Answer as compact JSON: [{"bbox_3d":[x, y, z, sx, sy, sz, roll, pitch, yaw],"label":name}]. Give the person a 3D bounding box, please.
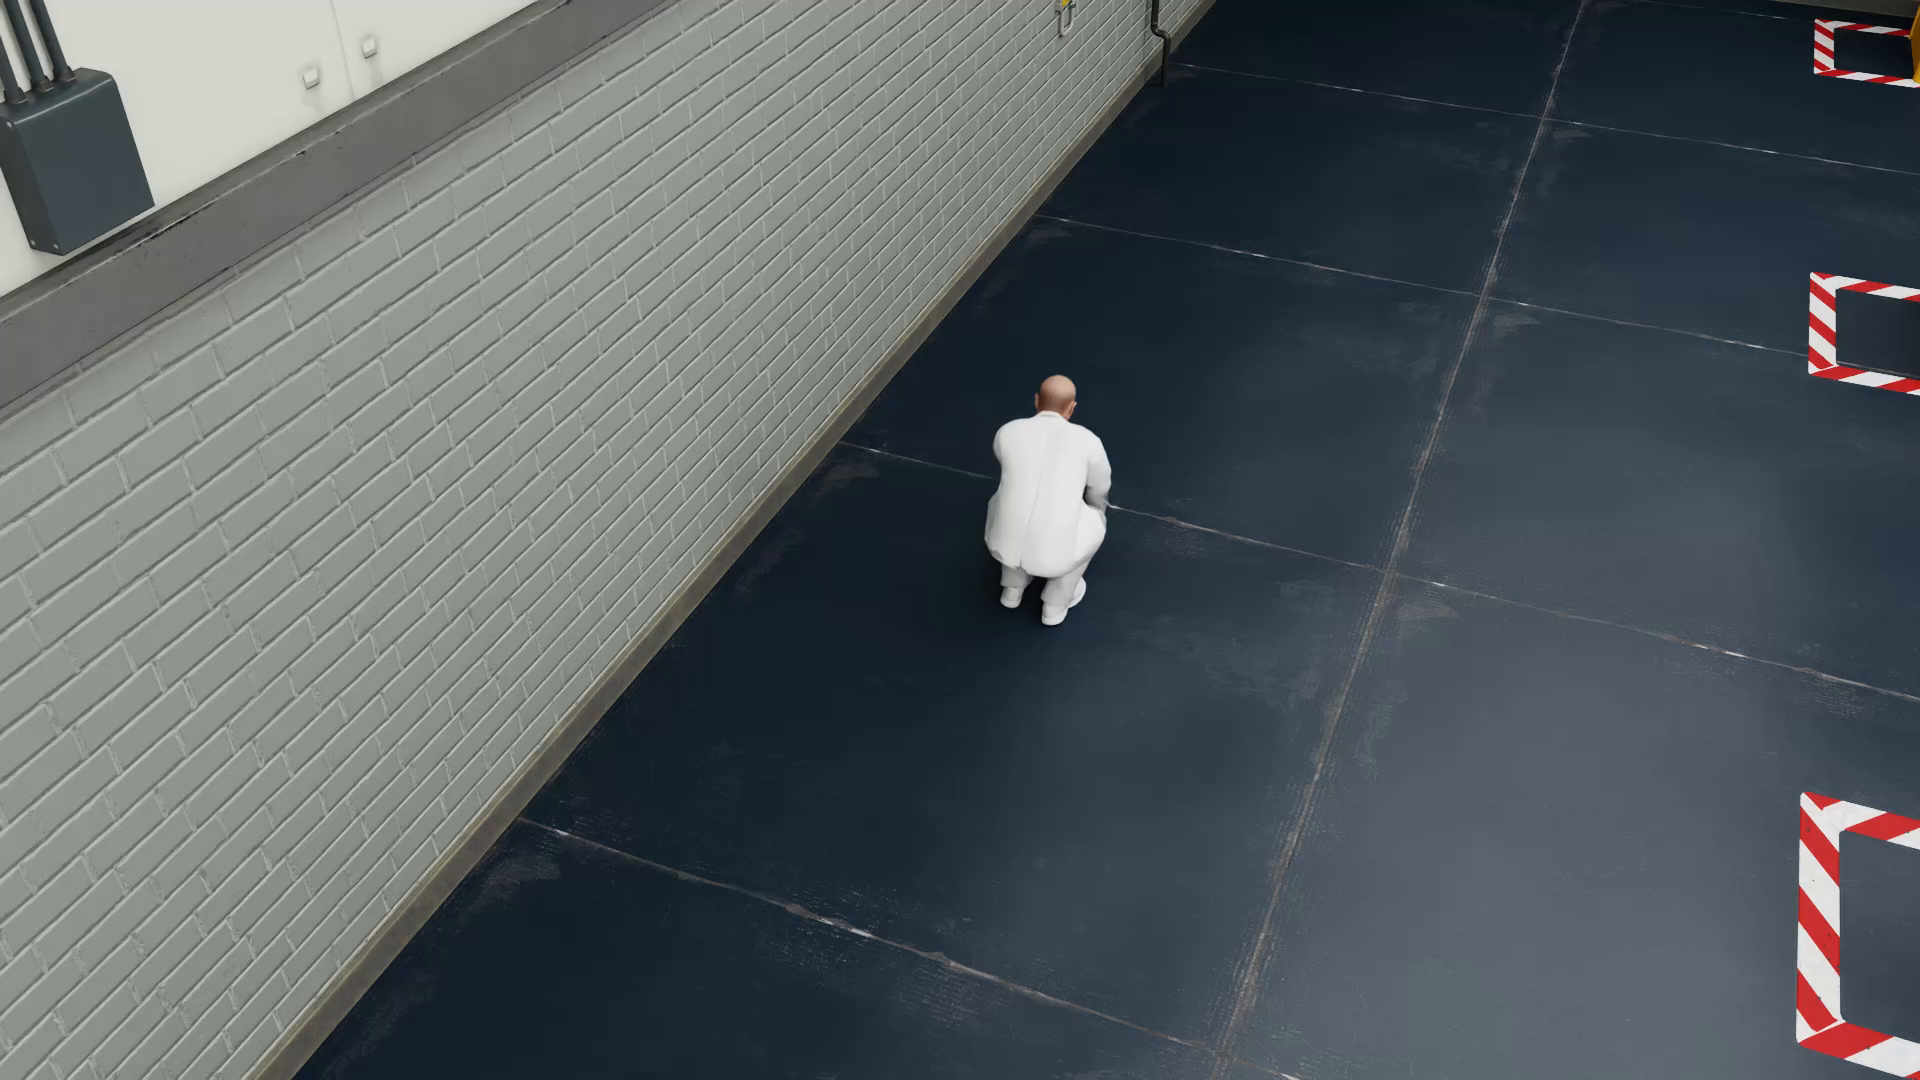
[{"bbox_3d":[0.420,-0.204,7.766,0.589,0.988,0.910,13,39,17],"label":"person"}]
